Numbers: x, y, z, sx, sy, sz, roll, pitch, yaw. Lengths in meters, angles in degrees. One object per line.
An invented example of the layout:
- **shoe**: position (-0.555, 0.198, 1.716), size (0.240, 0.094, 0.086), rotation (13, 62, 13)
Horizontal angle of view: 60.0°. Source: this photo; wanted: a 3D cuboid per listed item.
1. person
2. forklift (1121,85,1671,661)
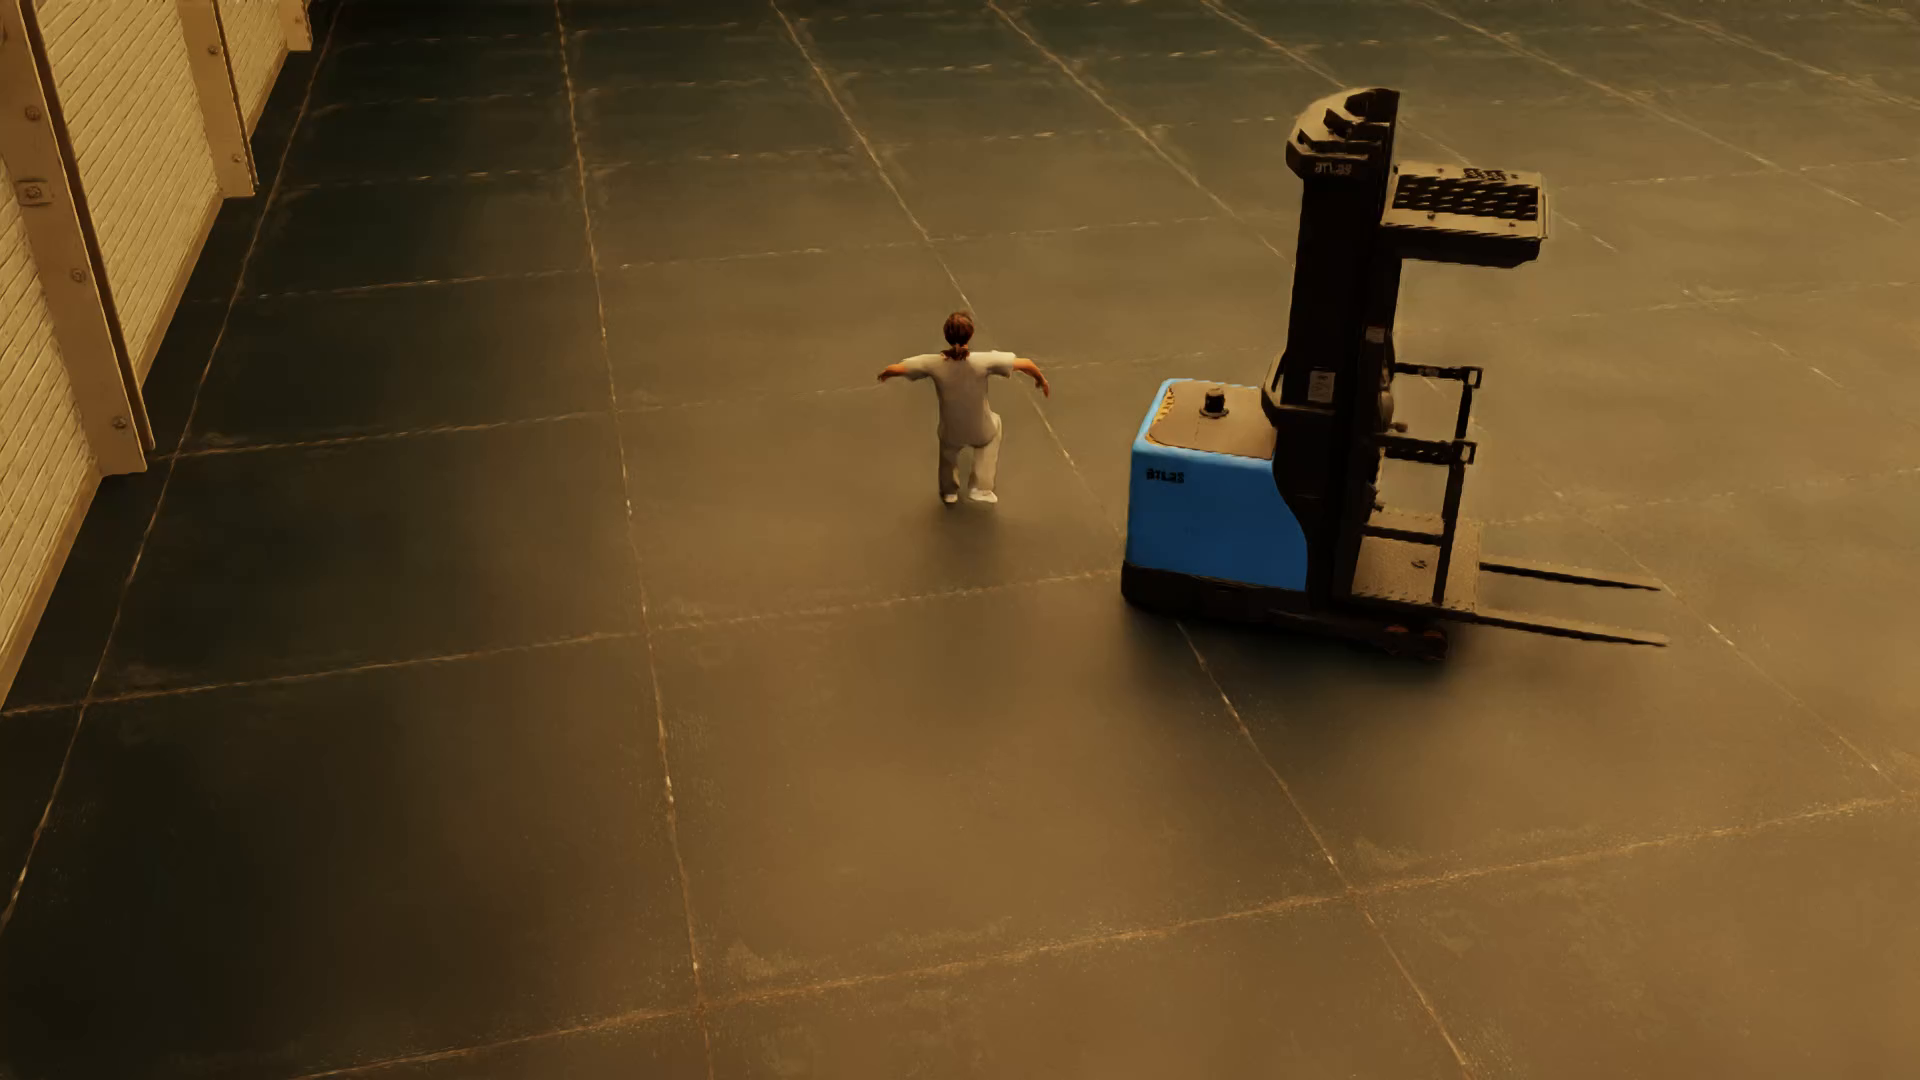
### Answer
- **person**: position (0.021, -0.828, 10.454), size (1.082, 1.481, 0.800), rotation (2, 30, 4)
- **forklift**: position (2.527, -0.889, 9.111), size (3.031, 2.935, 1.130), rotation (9, 31, 15)
